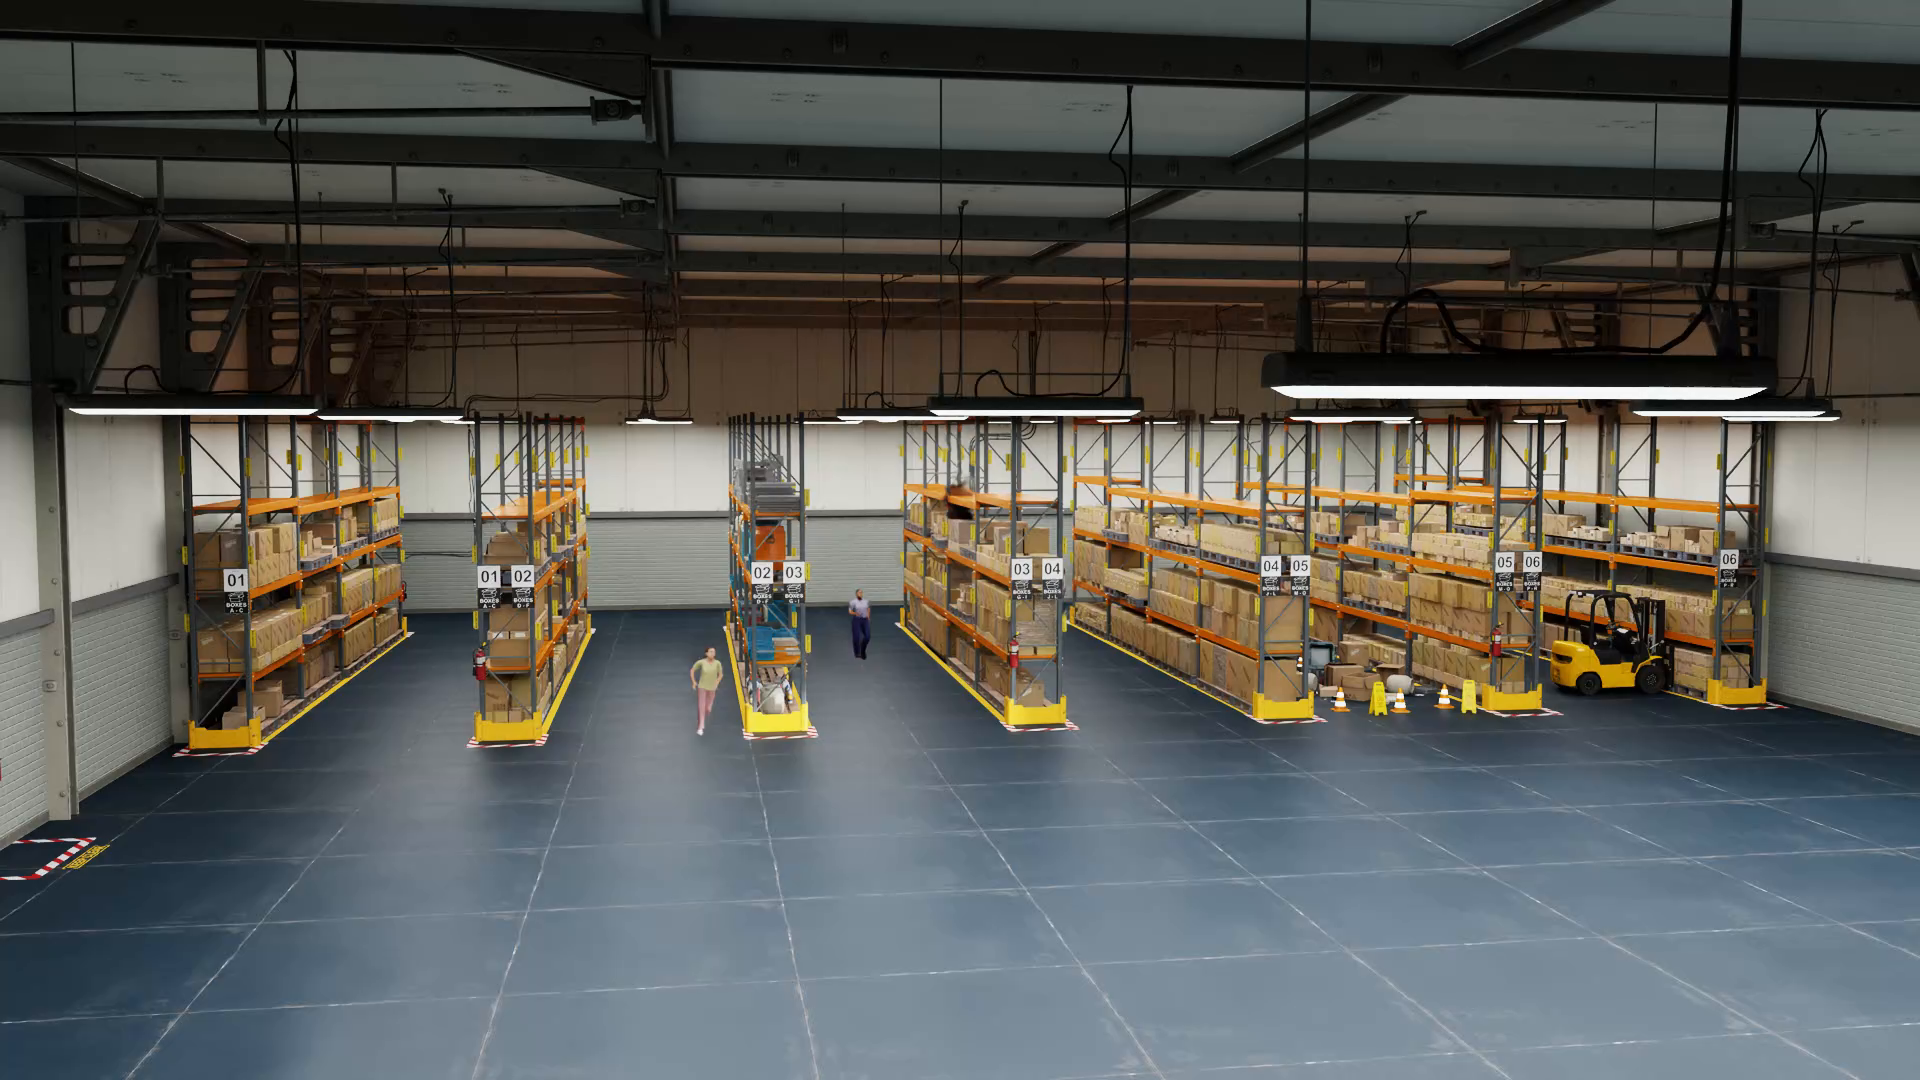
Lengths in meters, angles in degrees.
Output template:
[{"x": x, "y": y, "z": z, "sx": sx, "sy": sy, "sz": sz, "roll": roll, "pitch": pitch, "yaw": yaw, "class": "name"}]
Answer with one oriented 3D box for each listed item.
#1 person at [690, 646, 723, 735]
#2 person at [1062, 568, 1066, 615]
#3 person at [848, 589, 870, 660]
[{"x": -4.759, "y": 2.802, "z": 31.285, "sx": 0.613, "sy": 1.642, "sz": 0.721, "roll": -1, "pitch": 4, "yaw": -19, "class": "person"}, {"x": 2.901, "y": 1.645, "z": 49.527, "sx": 0.453, "sy": 1.453, "sz": 0.603, "roll": 0, "pitch": 4, "yaw": -4, "class": "person"}, {"x": -2.319, "y": 1.989, "z": 39.103, "sx": 0.590, "sy": 1.688, "sz": 0.583, "roll": -2, "pitch": 4, "yaw": -22, "class": "person"}]
